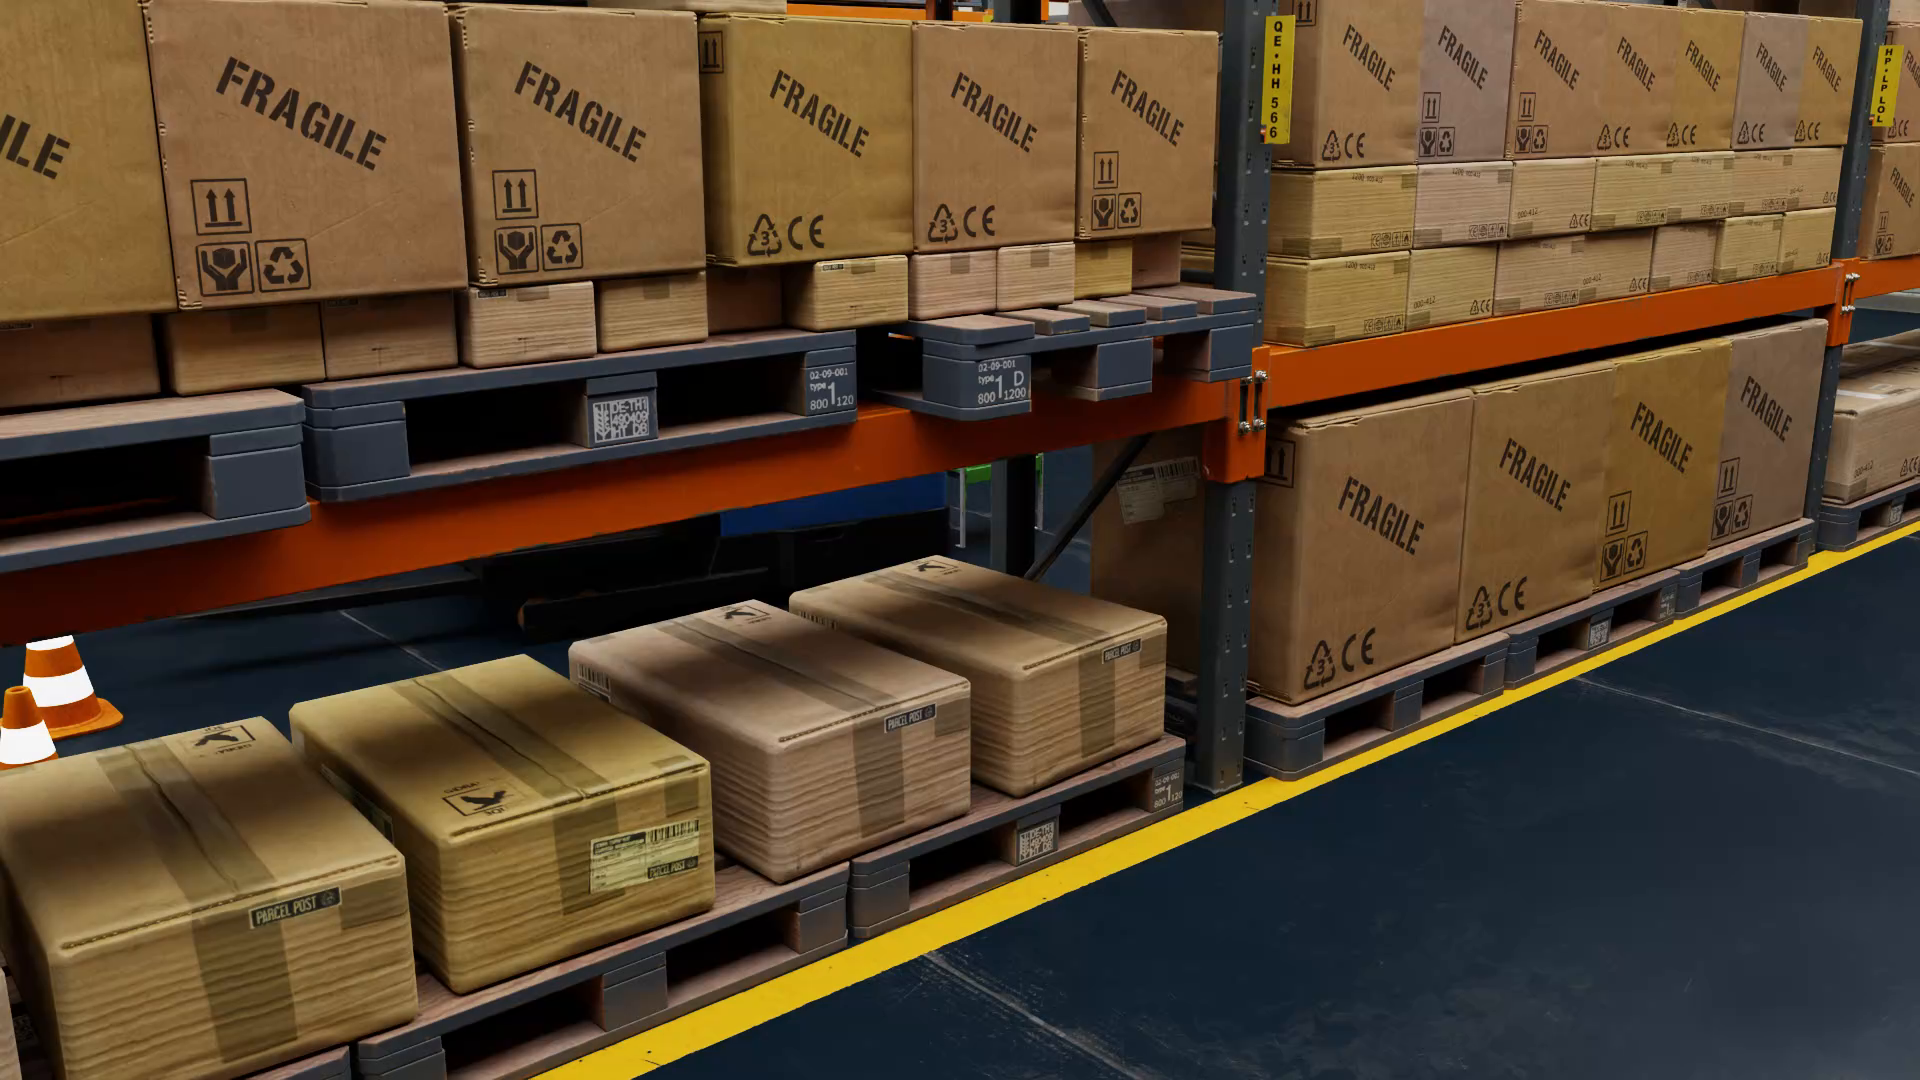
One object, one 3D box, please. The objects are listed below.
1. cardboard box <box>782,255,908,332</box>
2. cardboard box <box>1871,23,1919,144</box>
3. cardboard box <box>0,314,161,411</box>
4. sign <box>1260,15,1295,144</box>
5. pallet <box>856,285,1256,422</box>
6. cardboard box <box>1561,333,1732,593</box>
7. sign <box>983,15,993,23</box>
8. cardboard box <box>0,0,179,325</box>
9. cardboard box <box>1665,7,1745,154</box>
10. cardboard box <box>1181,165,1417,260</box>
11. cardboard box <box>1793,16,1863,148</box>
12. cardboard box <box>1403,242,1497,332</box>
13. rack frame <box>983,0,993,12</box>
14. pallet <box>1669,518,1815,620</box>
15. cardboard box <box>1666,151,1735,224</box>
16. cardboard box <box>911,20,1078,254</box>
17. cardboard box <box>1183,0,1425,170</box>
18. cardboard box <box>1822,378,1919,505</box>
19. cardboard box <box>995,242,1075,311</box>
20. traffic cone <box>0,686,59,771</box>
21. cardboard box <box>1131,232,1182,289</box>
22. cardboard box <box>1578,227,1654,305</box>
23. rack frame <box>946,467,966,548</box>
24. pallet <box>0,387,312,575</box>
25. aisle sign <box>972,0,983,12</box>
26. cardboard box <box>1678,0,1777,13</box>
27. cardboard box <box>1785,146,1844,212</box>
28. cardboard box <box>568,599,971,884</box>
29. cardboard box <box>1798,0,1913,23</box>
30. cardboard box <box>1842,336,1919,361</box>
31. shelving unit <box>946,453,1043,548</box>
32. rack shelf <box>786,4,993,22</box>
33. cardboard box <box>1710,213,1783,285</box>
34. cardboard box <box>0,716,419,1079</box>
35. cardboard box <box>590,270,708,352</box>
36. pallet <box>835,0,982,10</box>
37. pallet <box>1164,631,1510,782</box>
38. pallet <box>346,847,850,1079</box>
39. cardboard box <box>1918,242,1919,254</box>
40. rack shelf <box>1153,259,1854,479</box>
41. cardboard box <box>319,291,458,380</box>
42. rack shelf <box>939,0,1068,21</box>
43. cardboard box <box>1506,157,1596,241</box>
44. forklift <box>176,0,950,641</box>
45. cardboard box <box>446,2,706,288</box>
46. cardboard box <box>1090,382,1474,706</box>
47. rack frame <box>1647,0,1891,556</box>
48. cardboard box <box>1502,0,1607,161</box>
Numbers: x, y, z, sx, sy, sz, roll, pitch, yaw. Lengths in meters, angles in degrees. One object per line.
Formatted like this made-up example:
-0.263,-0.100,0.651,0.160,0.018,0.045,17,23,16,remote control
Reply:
-0.330,-0.575,3.763,0.250,0.149,0.380,-12,19,-38,cardboard box
4.008,-2.039,7.438,0.500,0.500,0.500,-12,19,-39,cardboard box
-1.563,-0.336,2.867,0.250,0.149,0.380,-11,19,-36,cardboard box
0.835,-1.213,4.389,0.005,0.325,0.100,-13,19,-39,sign
0.004,-0.562,4.413,1.003,0.211,1.213,-13,19,-39,pallet
2.398,-0.375,6.645,0.875,0.875,0.875,-12,19,-38,cardboard box
0.105,-1.463,5.171,0.005,0.325,0.100,-13,19,-39,sign
-1.626,-0.622,2.682,0.500,0.500,0.500,-13,19,-39,cardboard box
2.537,-1.709,6.206,0.500,0.500,0.500,-12,19,-38,cardboard box
1.017,-1.003,5.014,0.500,0.250,0.500,-13,20,-40,cardboard box
3.317,-1.880,6.846,0.500,0.500,0.500,-12,19,-38,cardboard box
1.382,-0.848,5.403,0.500,0.250,0.500,-13,20,-41,cardboard box
0.002,-4.081,17.214,0.127,3.000,1.000,-13,19,-39,rack frame
2.957,0.019,7.270,1.213,0.211,1.003,-13,19,-39,pallet
2.558,-1.346,6.297,0.500,0.250,0.500,-12,19,-38,cardboard box
-0.071,-0.970,3.986,0.500,0.500,0.500,-13,20,-40,cardboard box
1.005,-1.363,4.910,0.500,0.500,0.500,-14,20,-41,cardboard box
4.034,-0.524,8.051,0.875,0.438,0.875,-13,20,-40,cardboard box
0.064,-0.665,4.101,0.250,0.149,0.380,-13,20,-40,cardboard box
-2.529,0.625,4.515,0.334,0.463,0.336,-13,19,-39,traffic cone
0.379,-0.776,4.517,0.250,0.149,0.380,-12,19,-37,cardboard box
2.152,-1.020,6.047,0.500,0.250,0.500,-13,19,-39,cardboard box
-0.059,-0.566,7.545,0.015,1.200,0.240,-13,19,-39,rack frame
-1.873,-0.127,2.784,1.213,0.211,1.003,-13,19,-39,pallet
0.253,-5.290,16.706,0.004,0.787,0.394,-13,19,-39,aisle sign
3.513,-2.433,7.656,0.250,0.149,0.380,-13,20,-40,cardboard box
3.317,-1.521,6.953,0.500,0.250,0.500,-13,20,-39,cardboard box
-0.512,0.491,4.378,0.625,0.372,0.950,-13,20,-40,cardboard box
3.898,-2.321,7.240,0.250,0.149,0.380,-13,20,-40,cardboard box
5.390,-0.828,9.190,0.875,0.438,0.875,-12,19,-38,cardboard box
0.125,-0.608,7.700,0.503,1.200,0.258,-13,19,-39,shelving unit
-1.507,-4.843,15.651,4.000,0.370,1.077,-13,19,-39,rack shelf
2.932,-1.190,6.684,0.500,0.250,0.500,-13,20,-40,cardboard box
-1.611,0.736,3.459,0.625,0.372,0.950,-11,19,-36,cardboard box
-0.738,-0.498,3.476,0.250,0.149,0.380,-13,20,-41,cardboard box
-0.551,-5.359,16.360,1.213,0.211,1.003,-13,19,-39,pallet
1.116,0.432,5.723,1.213,0.211,1.003,-13,19,-39,pallet
-1.038,0.889,4.013,1.213,0.211,1.003,-13,19,-39,pallet
4.398,-1.635,7.865,0.500,0.500,0.500,-12,19,-39,cardboard box
1.981,-0.787,6.279,4.000,0.370,1.077,-13,19,-39,rack shelf
-1.154,-0.413,3.155,0.250,0.149,0.380,-12,19,-39,cardboard box
1.673,-3.861,11.972,4.000,0.370,1.077,-13,19,-39,rack shelf
1.791,-1.172,5.648,0.500,0.250,0.500,-13,20,-40,cardboard box
-1.587,-1.188,6.517,3.031,2.935,1.130,-8,17,-28,forklift
-0.864,-0.792,3.319,0.500,0.500,0.500,-14,20,-42,cardboard box
1.048,-0.073,5.515,0.875,0.875,0.875,-13,20,-40,cardboard box
3.490,-1.474,7.455,0.127,3.000,1.000,-13,19,-39,rack frame
1.773,-1.534,5.549,0.500,0.500,0.500,-12,19,-38,cardboard box
